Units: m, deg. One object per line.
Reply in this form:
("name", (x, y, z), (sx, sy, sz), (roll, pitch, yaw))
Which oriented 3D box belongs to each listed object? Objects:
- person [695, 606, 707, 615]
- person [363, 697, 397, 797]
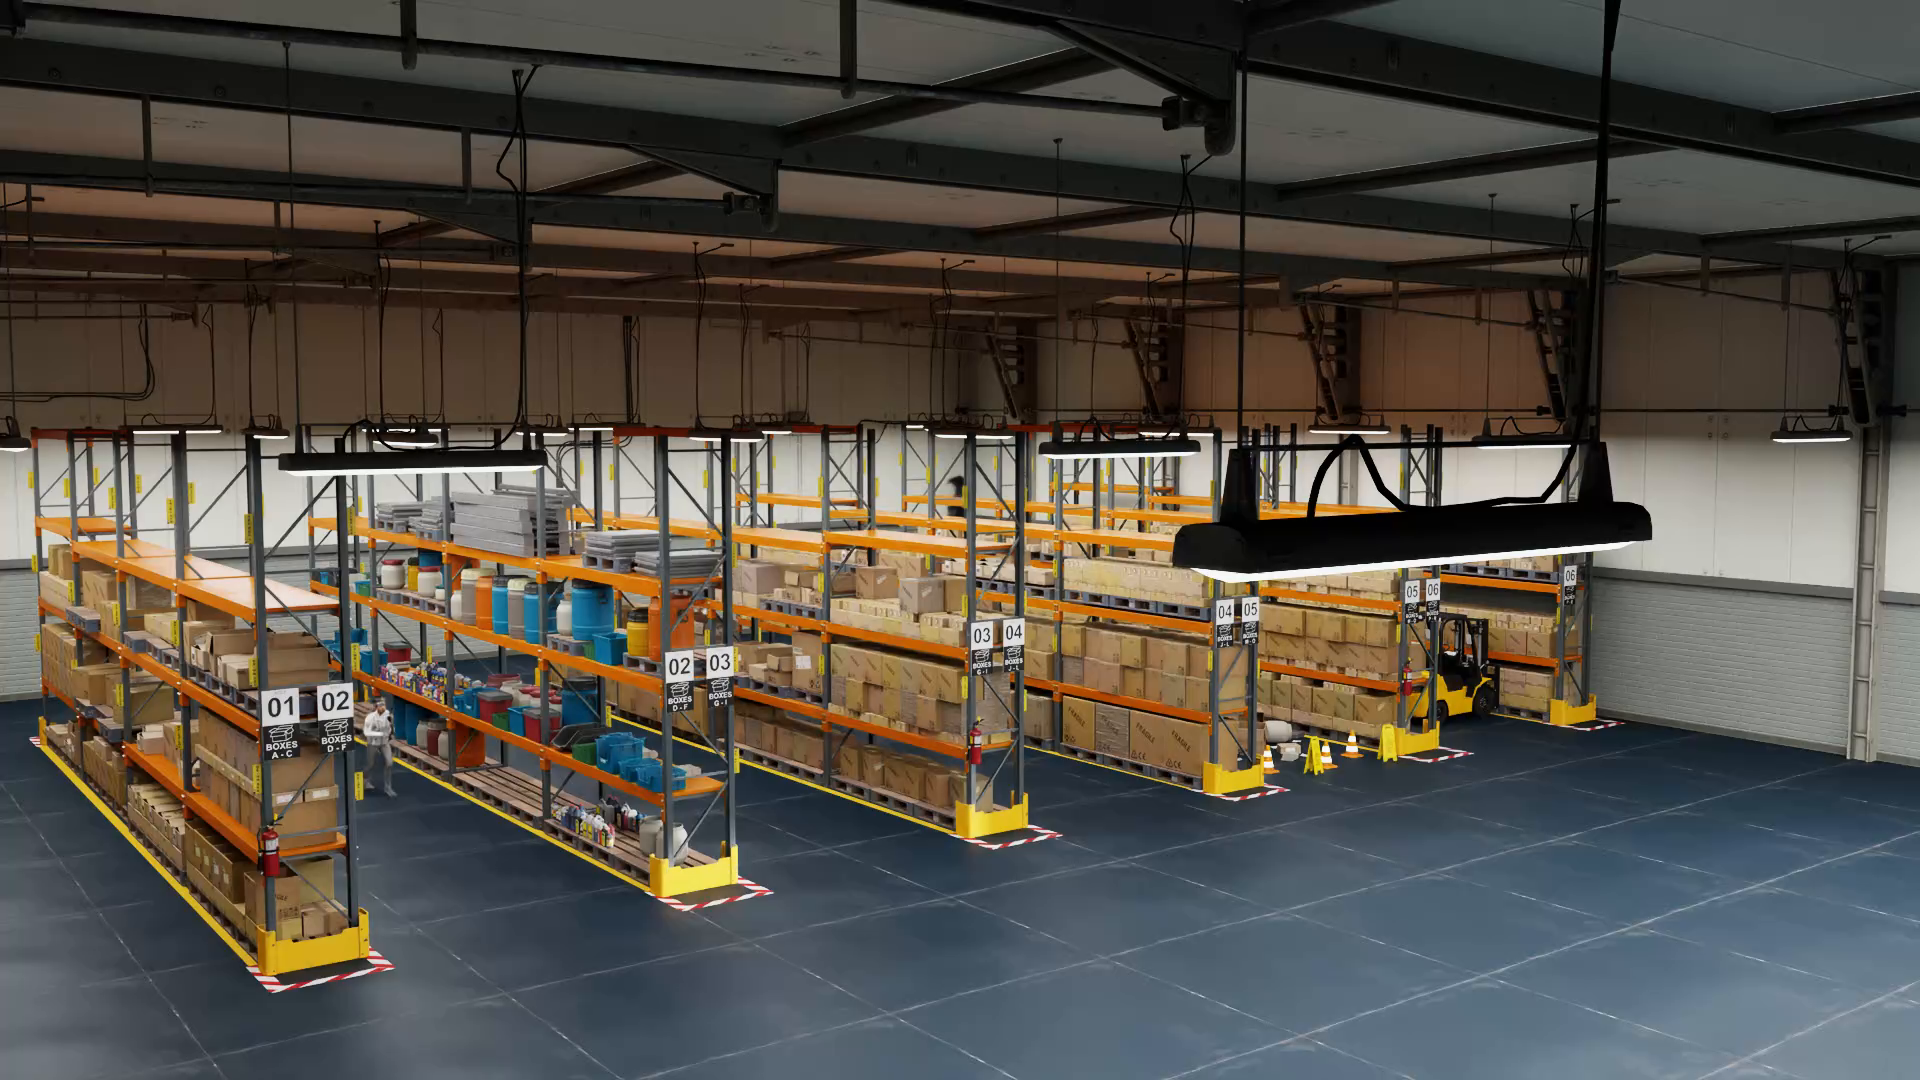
("person", (-6.261, 2.429, 39.812), (0.715, 1.556, 1.033), (-2, 5, -25))
("person", (-9.568, 3.366, 27.317), (0.598, 1.660, 0.943), (-4, 6, -43))
